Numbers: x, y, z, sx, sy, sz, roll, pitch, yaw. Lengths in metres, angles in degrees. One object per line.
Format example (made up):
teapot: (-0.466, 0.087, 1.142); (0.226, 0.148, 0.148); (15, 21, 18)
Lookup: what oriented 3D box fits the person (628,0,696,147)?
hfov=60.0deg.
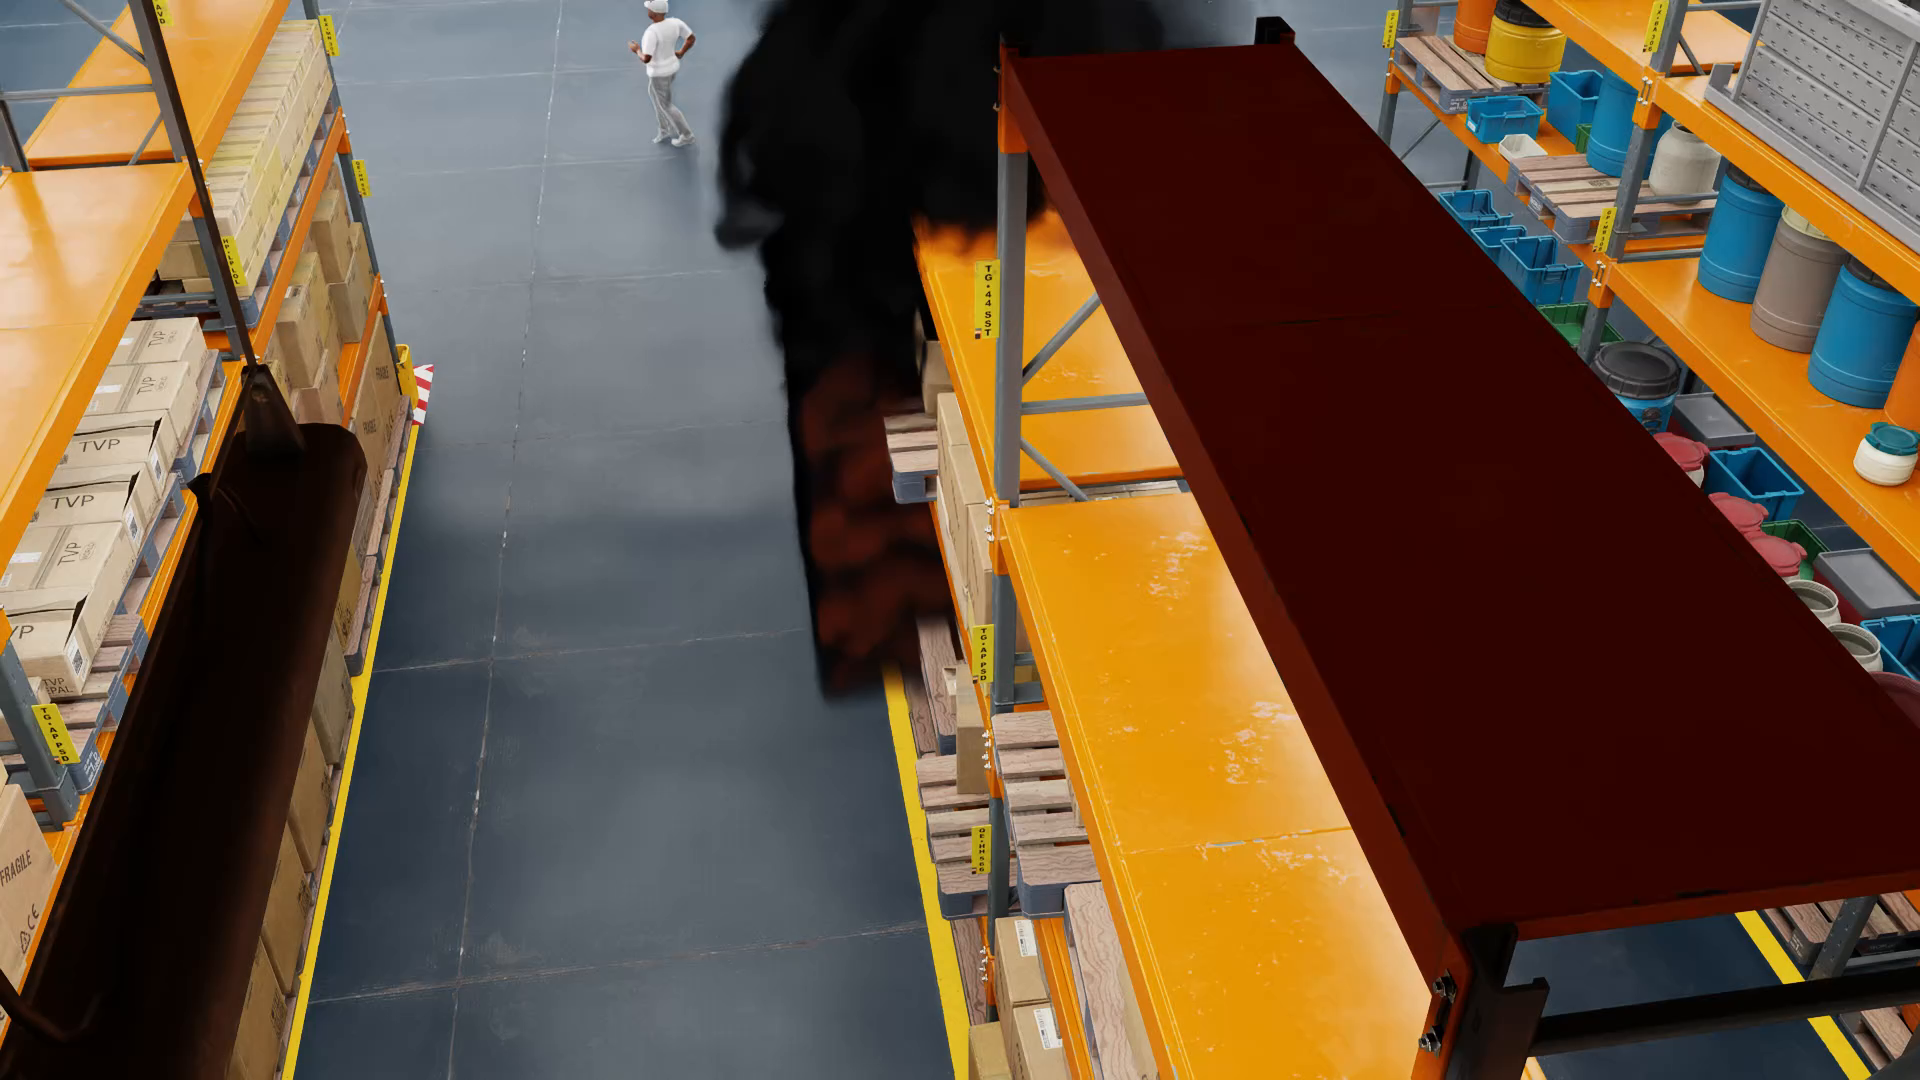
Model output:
person: (-3.451, -5.410, 19.334); (0.720, 1.826, 0.674); (13, 38, 17)

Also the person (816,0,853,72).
person: (-1.424, -6.027, 20.174); (0.634, 1.726, 0.683); (6, 37, 8)
